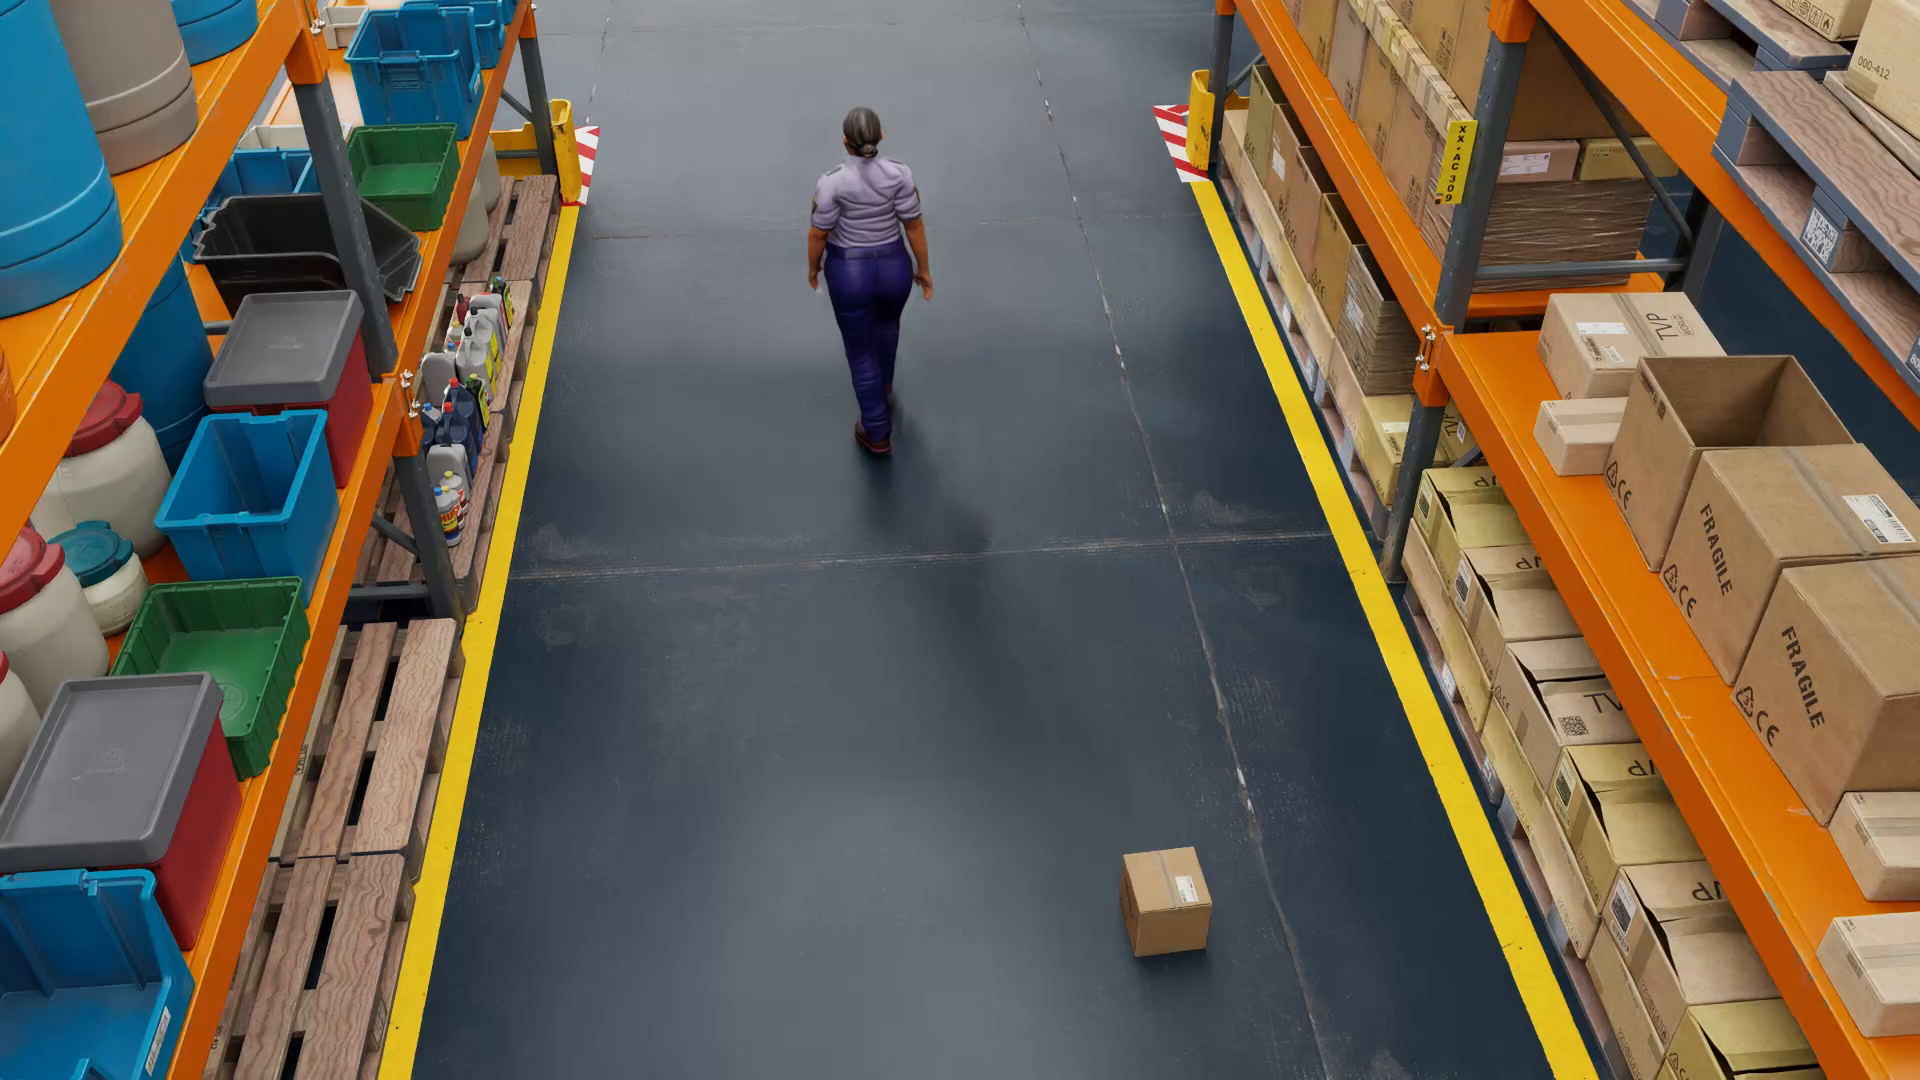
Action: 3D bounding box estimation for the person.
[{"bbox_3d":[-0.423,-1.217,7.684,0.542,1.691,0.746,-14,41,-16],"label":"person"}]
